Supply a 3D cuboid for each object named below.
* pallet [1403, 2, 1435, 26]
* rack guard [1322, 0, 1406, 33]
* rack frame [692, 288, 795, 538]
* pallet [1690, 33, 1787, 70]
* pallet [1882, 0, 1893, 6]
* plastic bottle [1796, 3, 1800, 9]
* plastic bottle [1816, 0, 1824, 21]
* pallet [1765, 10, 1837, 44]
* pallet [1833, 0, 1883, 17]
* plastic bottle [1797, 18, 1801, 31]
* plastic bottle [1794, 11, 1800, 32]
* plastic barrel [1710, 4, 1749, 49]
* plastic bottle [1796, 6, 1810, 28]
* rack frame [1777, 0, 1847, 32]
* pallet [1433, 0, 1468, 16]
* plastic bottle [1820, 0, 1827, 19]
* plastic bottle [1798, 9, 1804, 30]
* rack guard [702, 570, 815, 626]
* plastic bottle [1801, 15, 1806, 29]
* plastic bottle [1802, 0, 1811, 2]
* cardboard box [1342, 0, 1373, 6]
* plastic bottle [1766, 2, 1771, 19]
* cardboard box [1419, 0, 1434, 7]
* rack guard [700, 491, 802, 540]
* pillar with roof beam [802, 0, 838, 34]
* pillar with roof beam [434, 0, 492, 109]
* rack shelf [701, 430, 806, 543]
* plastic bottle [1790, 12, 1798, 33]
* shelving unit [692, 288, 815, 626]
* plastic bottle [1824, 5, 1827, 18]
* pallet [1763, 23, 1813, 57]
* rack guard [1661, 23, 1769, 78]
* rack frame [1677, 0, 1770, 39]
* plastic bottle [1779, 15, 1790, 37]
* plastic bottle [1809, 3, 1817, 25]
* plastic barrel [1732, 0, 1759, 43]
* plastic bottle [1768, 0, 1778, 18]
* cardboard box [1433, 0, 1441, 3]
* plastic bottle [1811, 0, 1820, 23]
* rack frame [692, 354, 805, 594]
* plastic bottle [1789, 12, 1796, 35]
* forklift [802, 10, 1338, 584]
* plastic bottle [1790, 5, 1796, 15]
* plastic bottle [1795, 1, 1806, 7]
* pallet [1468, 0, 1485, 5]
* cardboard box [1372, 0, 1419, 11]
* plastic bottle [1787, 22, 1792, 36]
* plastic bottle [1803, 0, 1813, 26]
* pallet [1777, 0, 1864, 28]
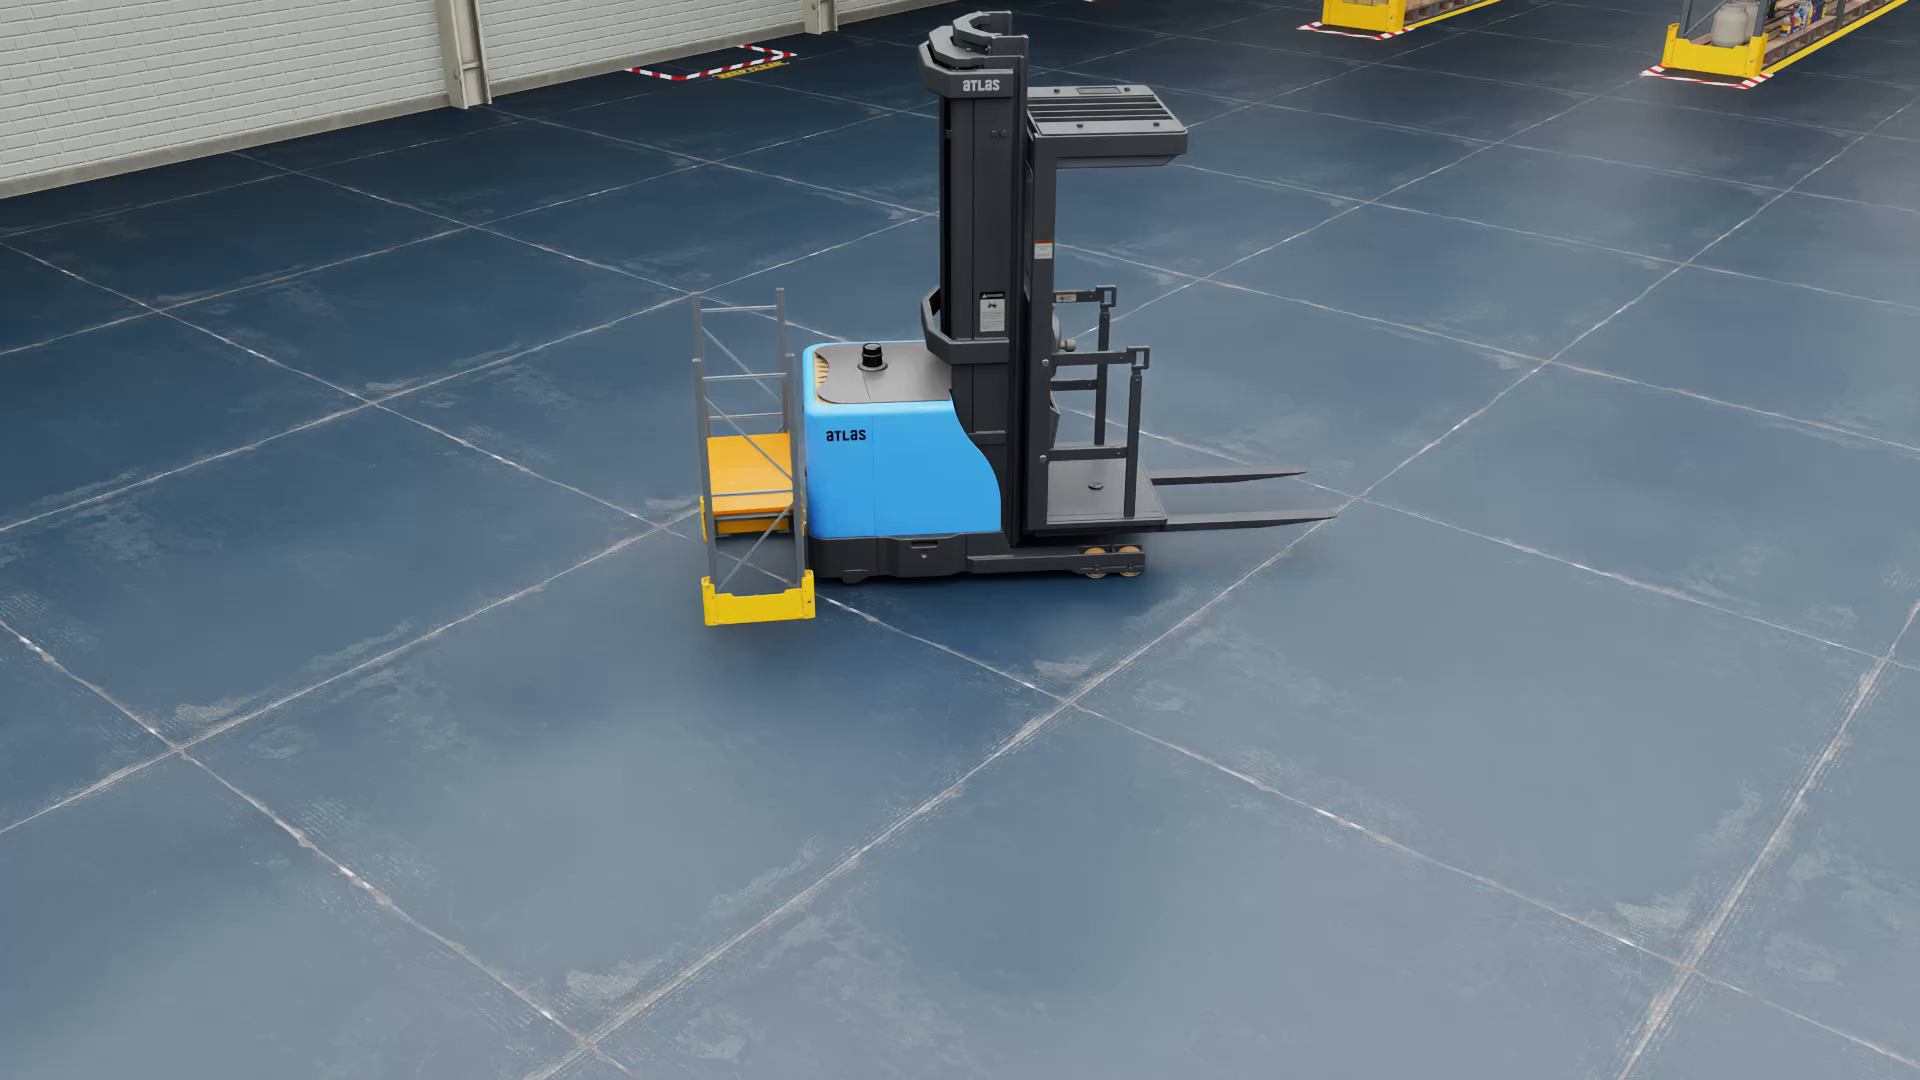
[{"bbox_3d":[6.318,-7.862,24.718,1.003,0.211,1.213,21,34,34],"label":"pallet"},{"bbox_3d":[5.848,-7.698,24.087,1.175,0.500,0.348,21,34,34],"label":"rack guard"},{"bbox_3d":[-1.218,-0.700,9.470,0.500,1.500,0.032,-4,28,-7],"label":"rack frame"},{"bbox_3d":[10.216,-6.457,22.001,1.003,0.211,1.213,21,34,34],"label":"pallet"},{"bbox_3d":[14.249,-8.703,26.343,1.003,0.211,1.213,21,34,34],"label":"pallet"},{"bbox_3d":[11.617,-7.301,23.076,0.061,0.283,0.133,21,34,34],"label":"plastic bottle"},{"bbox_3d":[12.040,-7.493,23.373,0.144,0.351,0.185,20,33,33],"label":"plastic bottle"},{"bbox_3d":[11.768,-7.322,23.674,1.003,0.211,1.213,21,34,34],"label":"pallet"},{"bbox_3d":[13.473,-8.272,25.510,1.003,0.211,1.213,21,34,34],"label":"pallet"},{"bbox_3d":[11.422,-7.065,22.708,0.097,0.201,0.097,0,27,0],"label":"plastic bottle"},{"bbox_3d":[11.359,-7.060,22.624,0.097,0.271,0.097,0,27,0],"label":"plastic bottle"},{"bbox_3d":[10.043,-6.705,21.698,0.421,0.512,0.421,0,27,0],"label":"plastic barrel"},{"bbox_3d":[11.607,-7.220,22.928,0.152,0.276,0.135,21,34,35],"label":"plastic bottle"},{"bbox_3d":[12.228,-8.786,23.470,1.000,3.000,0.127,21,34,34],"label":"rack frame"},{"bbox_3d":[7.094,-8.293,25.550,1.003,0.211,1.213,21,34,34],"label":"pallet"},{"bbox_3d":[12.176,-7.508,23.477,0.061,0.283,0.133,23,35,37],"label":"plastic bottle"},{"bbox_3d":[11.488,-7.132,22.763,0.097,0.271,0.097,0,27,0],"label":"plastic bottle"},{"bbox_3d":[-1.074,0.308,8.881,0.587,0.250,0.087,-4,28,-7],"label":"rack guard"},{"bbox_3d":[11.553,-7.137,22.849,0.097,0.201,0.097,0,27,0],"label":"plastic bottle"},{"bbox_3d":[11.929,-7.535,23.455,0.144,0.351,0.185,21,34,34],"label":"plastic bottle"},{"bbox_3d":[5.977,-8.059,24.599,0.500,0.250,0.500,21,34,34],"label":"cardboard box"},{"bbox_3d":[11.395,-7.518,23.509,0.097,0.271,0.097,0,27,0],"label":"plastic bottle"},{"bbox_3d":[6.692,-8.086,24.651,0.500,0.250,0.500,21,34,34],"label":"cardboard box"},{"bbox_3d":[-1.217,-0.145,9.757,0.587,0.250,0.087,-4,28,-7],"label":"rack guard"},{"bbox_3d":[1.322,-10.044,19.371,9.100,9.000,0.400,21,34,34],"label":"pillar with roof beam"},{"bbox_3d":[-2.494,-7.916,15.259,9.100,9.000,0.400,21,34,34],"label":"pillar with roof beam"},{"bbox_3d":[-1.145,-0.309,9.106,0.538,0.185,1.000,-4,28,-7],"label":"rack shelf"},{"bbox_3d":[11.295,-7.025,22.556,0.097,0.271,0.097,0,27,0],"label":"plastic bottle"},{"bbox_3d":[-1.146,-0.473,9.032,0.587,1.500,1.083,-4,28,-7],"label":"shelving unit"},{"bbox_3d":[12.237,-7.519,23.587,0.097,0.201,0.097,0,27,0],"label":"plastic bottle"},{"bbox_3d":[10.993,-6.887,22.834,1.003,0.211,1.213,21,34,34],"label":"pallet"},{"bbox_3d":[9.695,-6.299,21.381,1.175,0.500,0.348,21,34,34],"label":"rack guard"},{"bbox_3d":[9.683,-7.368,20.728,1.000,3.000,0.127,21,34,34],"label":"rack frame"},{"bbox_3d":[11.077,-6.904,22.321,0.097,0.271,0.097,0,27,0],"label":"plastic bottle"},{"bbox_3d":[11.847,-7.325,23.122,0.061,0.283,0.133,23,35,38],"label":"plastic bottle"},{"bbox_3d":[10.362,-6.883,22.041,0.421,0.512,0.421,0,27,0],"label":"plastic barrel"},{"bbox_3d":[11.505,-7.598,23.577,0.144,0.351,0.185,21,34,34],"label":"plastic bottle"},{"bbox_3d":[7.010,-8.263,24.994,0.500,0.250,0.500,21,34,34],"label":"cardboard box"},{"bbox_3d":[11.918,-7.425,23.242,0.144,0.351,0.185,19,33,32],"label":"plastic bottle"},{"bbox_3d":[-1.072,-0.238,8.577,0.500,1.500,0.032,-4,28,-7],"label":"rack frame"},{"bbox_3d":[11.235,-6.984,22.463,0.061,0.283,0.133,21,34,35],"label":"plastic bottle"},{"bbox_3d":[0.628,-1.329,9.129,3.031,2.935,1.130,-2,27,-5],"label":"forklift"},{"bbox_3d":[11.524,-7.255,22.986,0.061,0.283,0.133,21,34,34],"label":"plastic bottle"},{"bbox_3d":[11.788,-7.426,23.325,0.152,0.276,0.135,21,34,34],"label":"plastic bottle"},{"bbox_3d":[7.870,-8.727,26.390,1.003,0.211,1.213,21,34,34],"label":"pallet"},{"bbox_3d":[6.376,-7.908,24.306,0.500,0.250,0.500,21,34,34],"label":"cardboard box"},{"bbox_3d":[11.143,-6.909,22.408,0.097,0.201,0.097,0,27,0],"label":"plastic bottle"},{"bbox_3d":[11.713,-7.310,23.020,0.144,0.351,0.185,21,34,34],"label":"plastic bottle"},{"bbox_3d":[12.697,-7.838,24.671,1.003,0.211,1.213,21,34,34],"label":"pallet"}]
